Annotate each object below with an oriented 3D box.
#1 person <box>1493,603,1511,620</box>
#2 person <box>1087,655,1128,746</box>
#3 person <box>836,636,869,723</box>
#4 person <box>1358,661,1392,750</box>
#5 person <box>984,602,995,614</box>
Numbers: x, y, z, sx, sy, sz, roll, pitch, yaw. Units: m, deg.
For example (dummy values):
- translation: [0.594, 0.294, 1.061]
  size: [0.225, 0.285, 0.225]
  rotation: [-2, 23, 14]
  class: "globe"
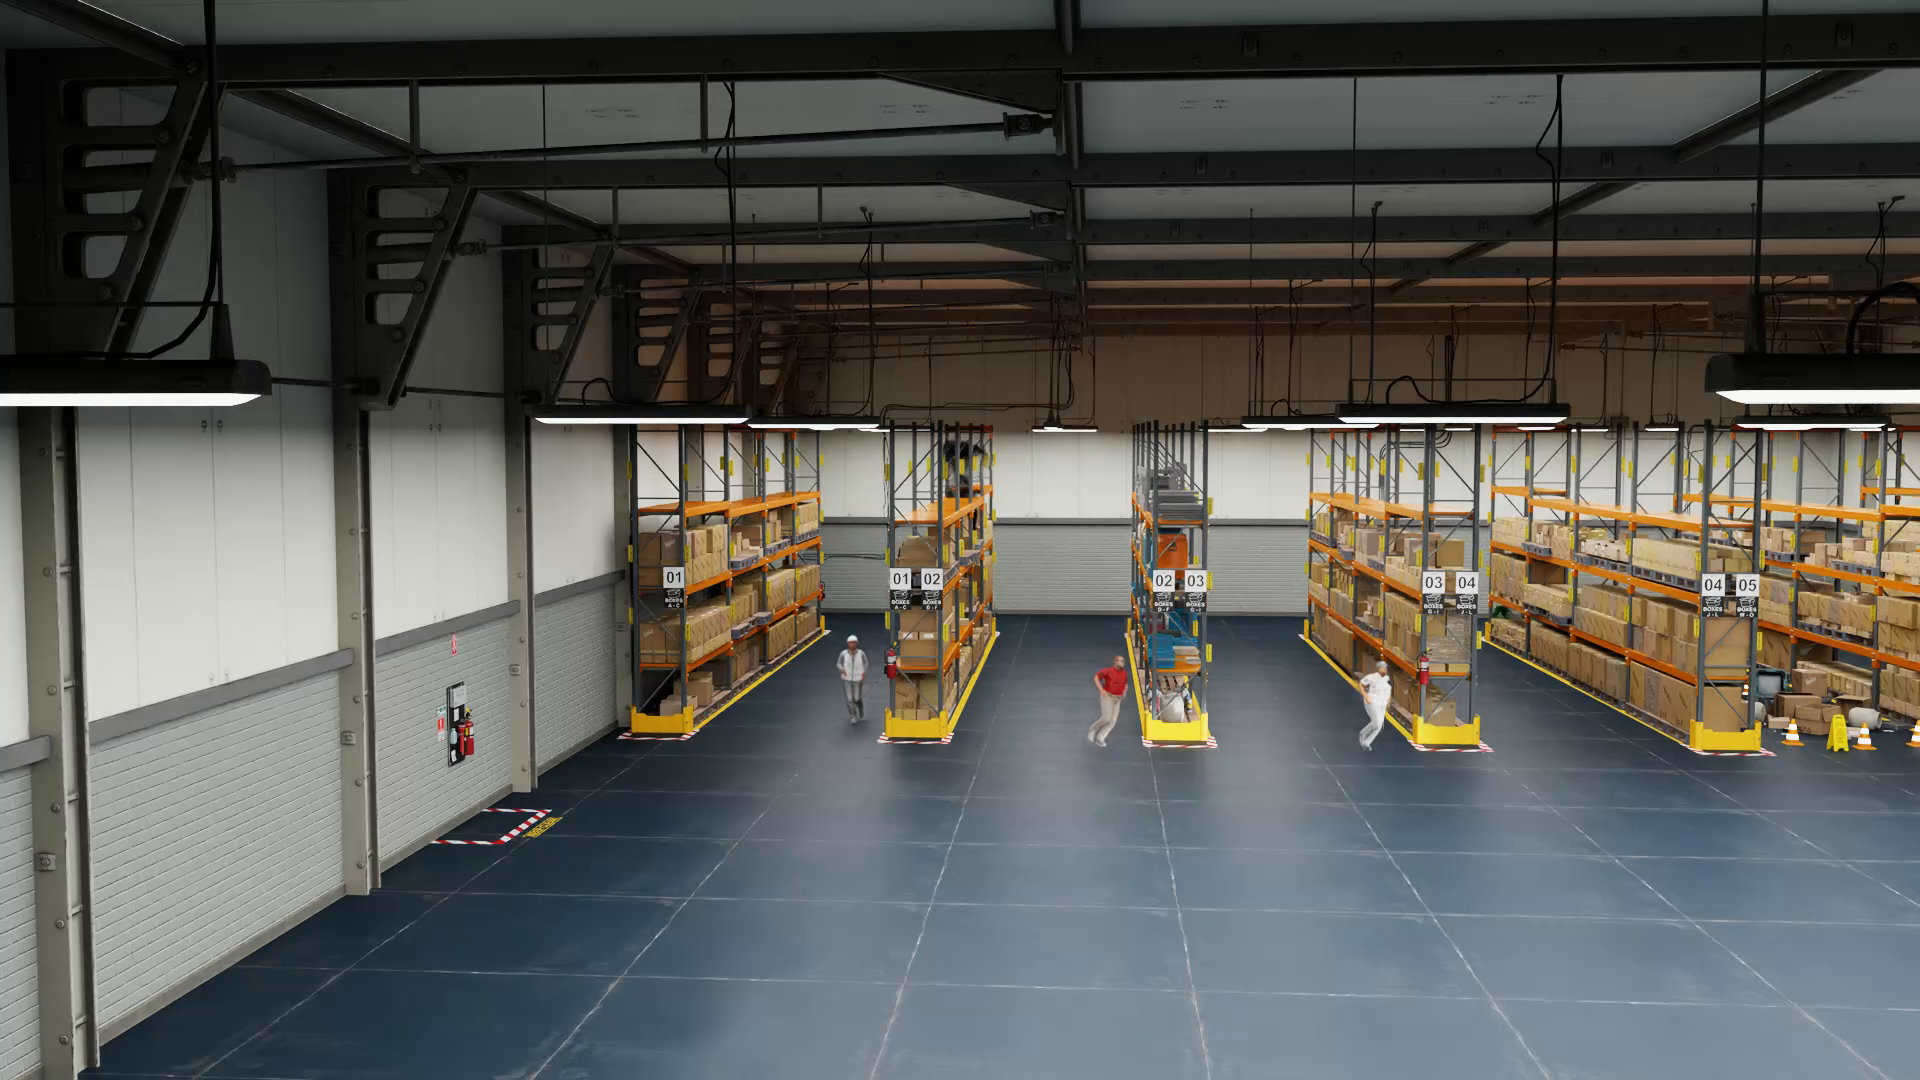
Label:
- translation: [15.497, 1.858, 47.511]
  size: [0.681, 1.820, 0.720]
  rotation: [3, 5, 38]
  class: "person"
- translation: [2.794, 2.960, 30.733]
  size: [0.747, 1.655, 0.604]
  rotation: [-2, 4, -32]
  class: "person"
- translation: [-2.139, 2.767, 33.024]
  size: [0.648, 1.740, 0.606]
  rotation: [0, 4, -2]
  class: "person"
- translation: [7.606, 3.019, 30.224]
  size: [0.650, 1.608, 0.506]
  rotation: [-2, 4, -29]
  class: "person"
- translation: [0.711, 1.759, 48.939]
  size: [0.592, 1.726, 0.721]
  rotation: [1, 4, 16]
  class: "person"
